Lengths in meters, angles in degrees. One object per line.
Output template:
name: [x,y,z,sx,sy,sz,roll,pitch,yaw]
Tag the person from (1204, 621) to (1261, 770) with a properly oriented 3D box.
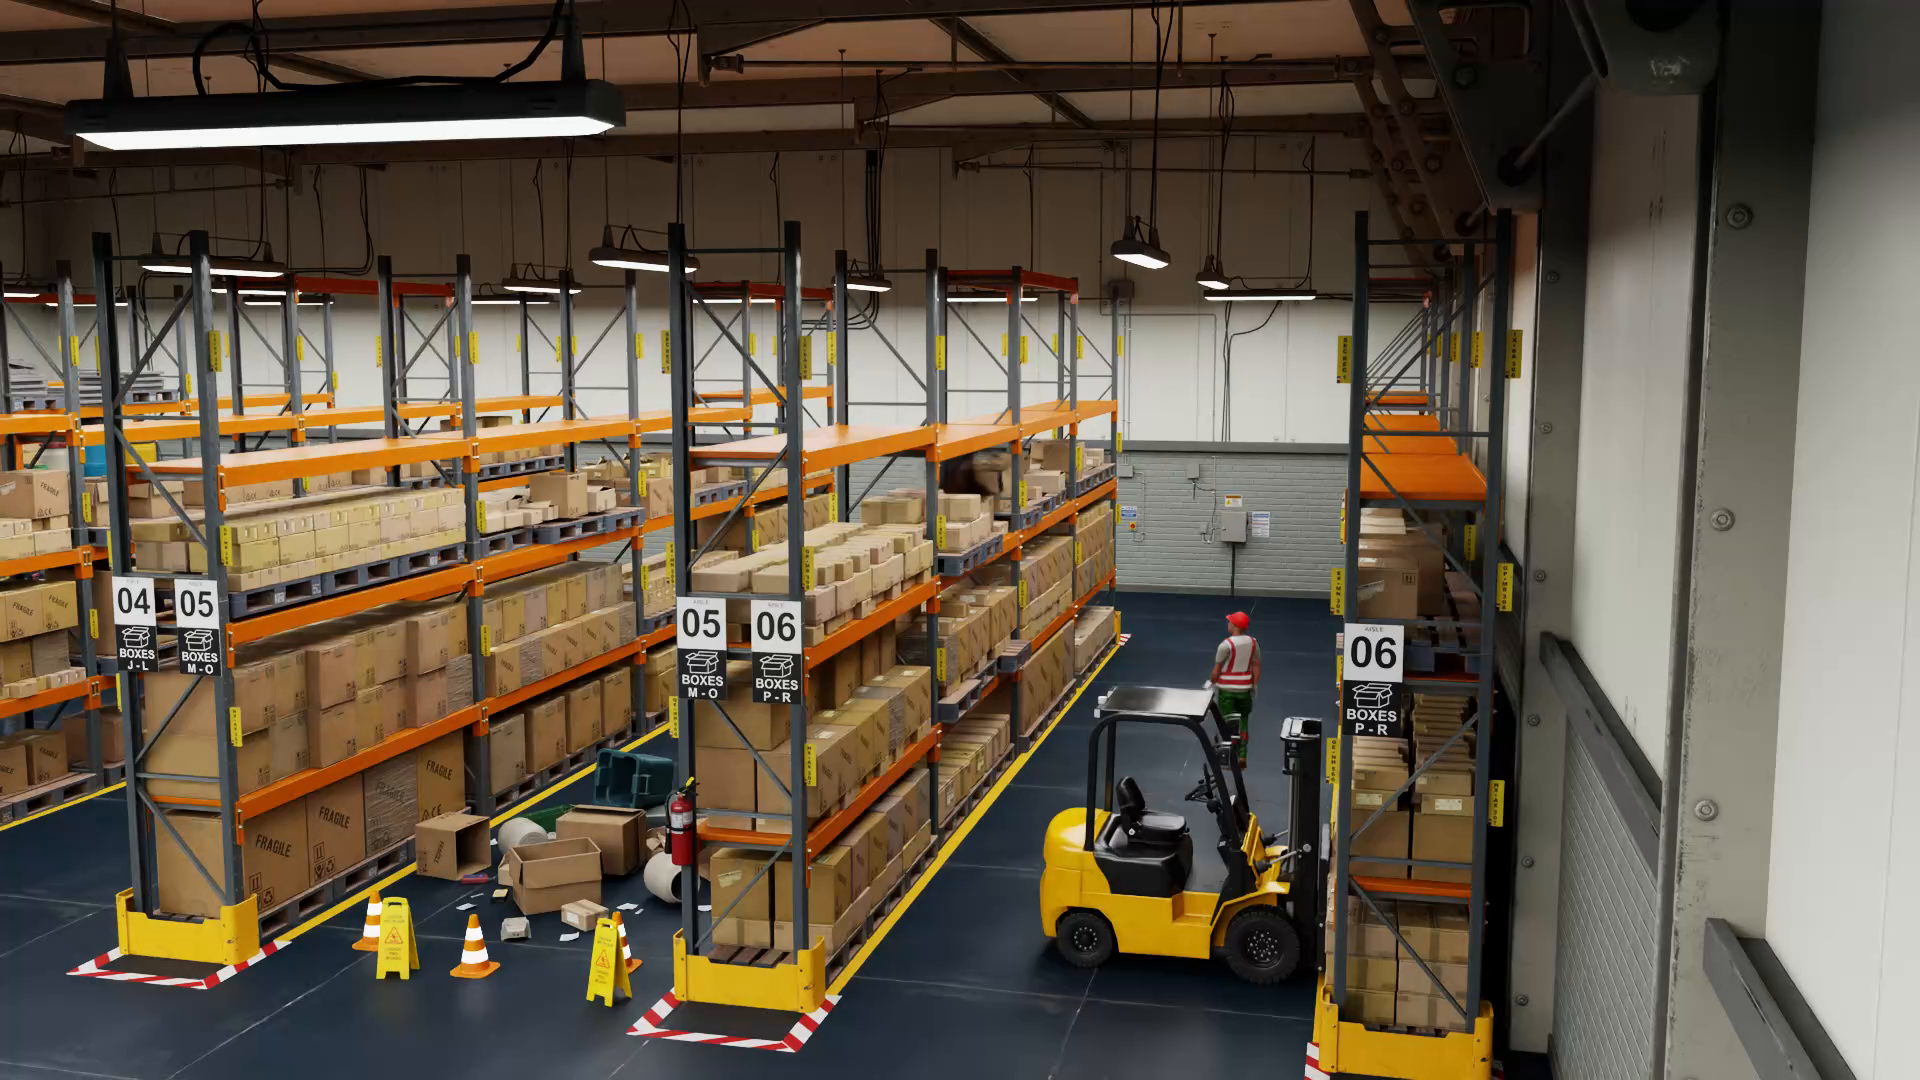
person: [3.081,1.747,18.778,0.621,1.821,0.491,0,7,0]
